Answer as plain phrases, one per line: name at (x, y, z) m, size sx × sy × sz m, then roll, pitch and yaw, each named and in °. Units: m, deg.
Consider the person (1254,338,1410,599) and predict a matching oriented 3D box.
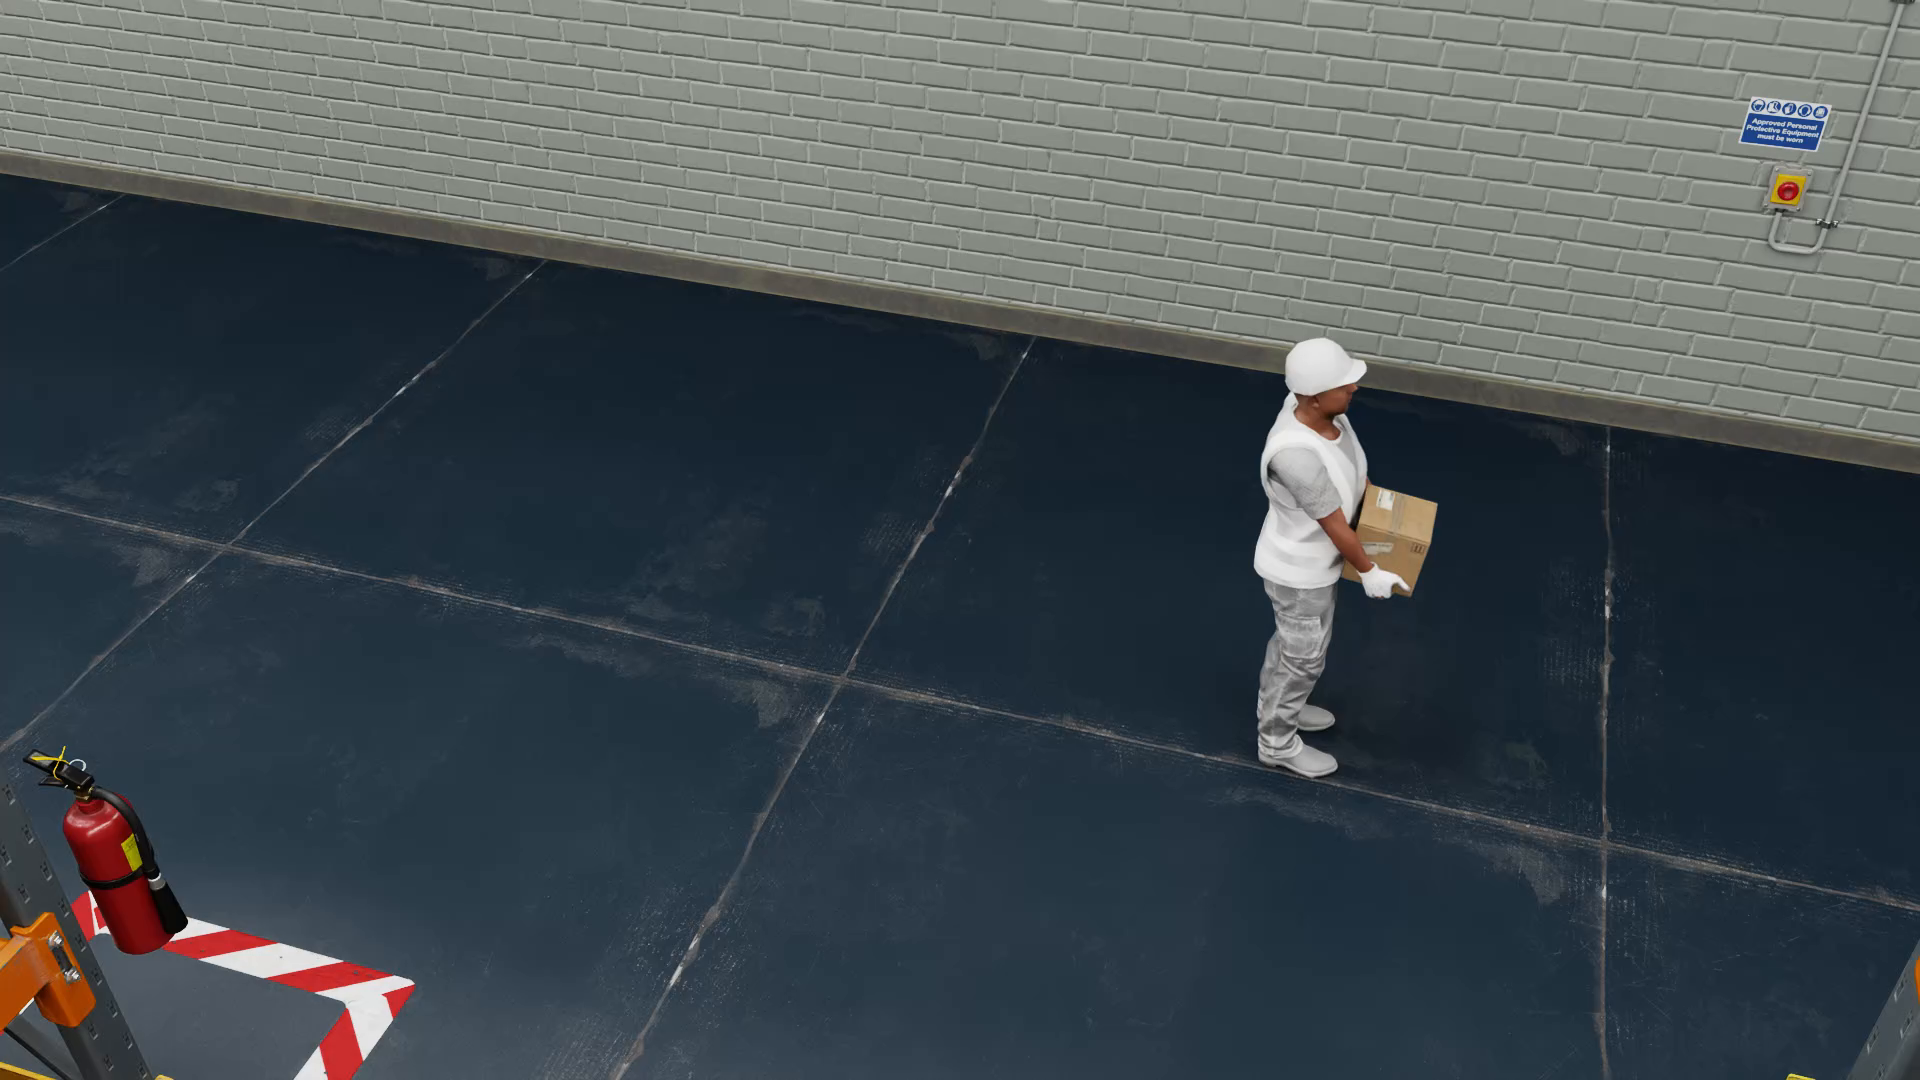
person at (1.347, -0.274, 5.758) m, size 0.573 × 0.887 × 0.488 m, roll 11°, pitch 38°, yaw 15°
